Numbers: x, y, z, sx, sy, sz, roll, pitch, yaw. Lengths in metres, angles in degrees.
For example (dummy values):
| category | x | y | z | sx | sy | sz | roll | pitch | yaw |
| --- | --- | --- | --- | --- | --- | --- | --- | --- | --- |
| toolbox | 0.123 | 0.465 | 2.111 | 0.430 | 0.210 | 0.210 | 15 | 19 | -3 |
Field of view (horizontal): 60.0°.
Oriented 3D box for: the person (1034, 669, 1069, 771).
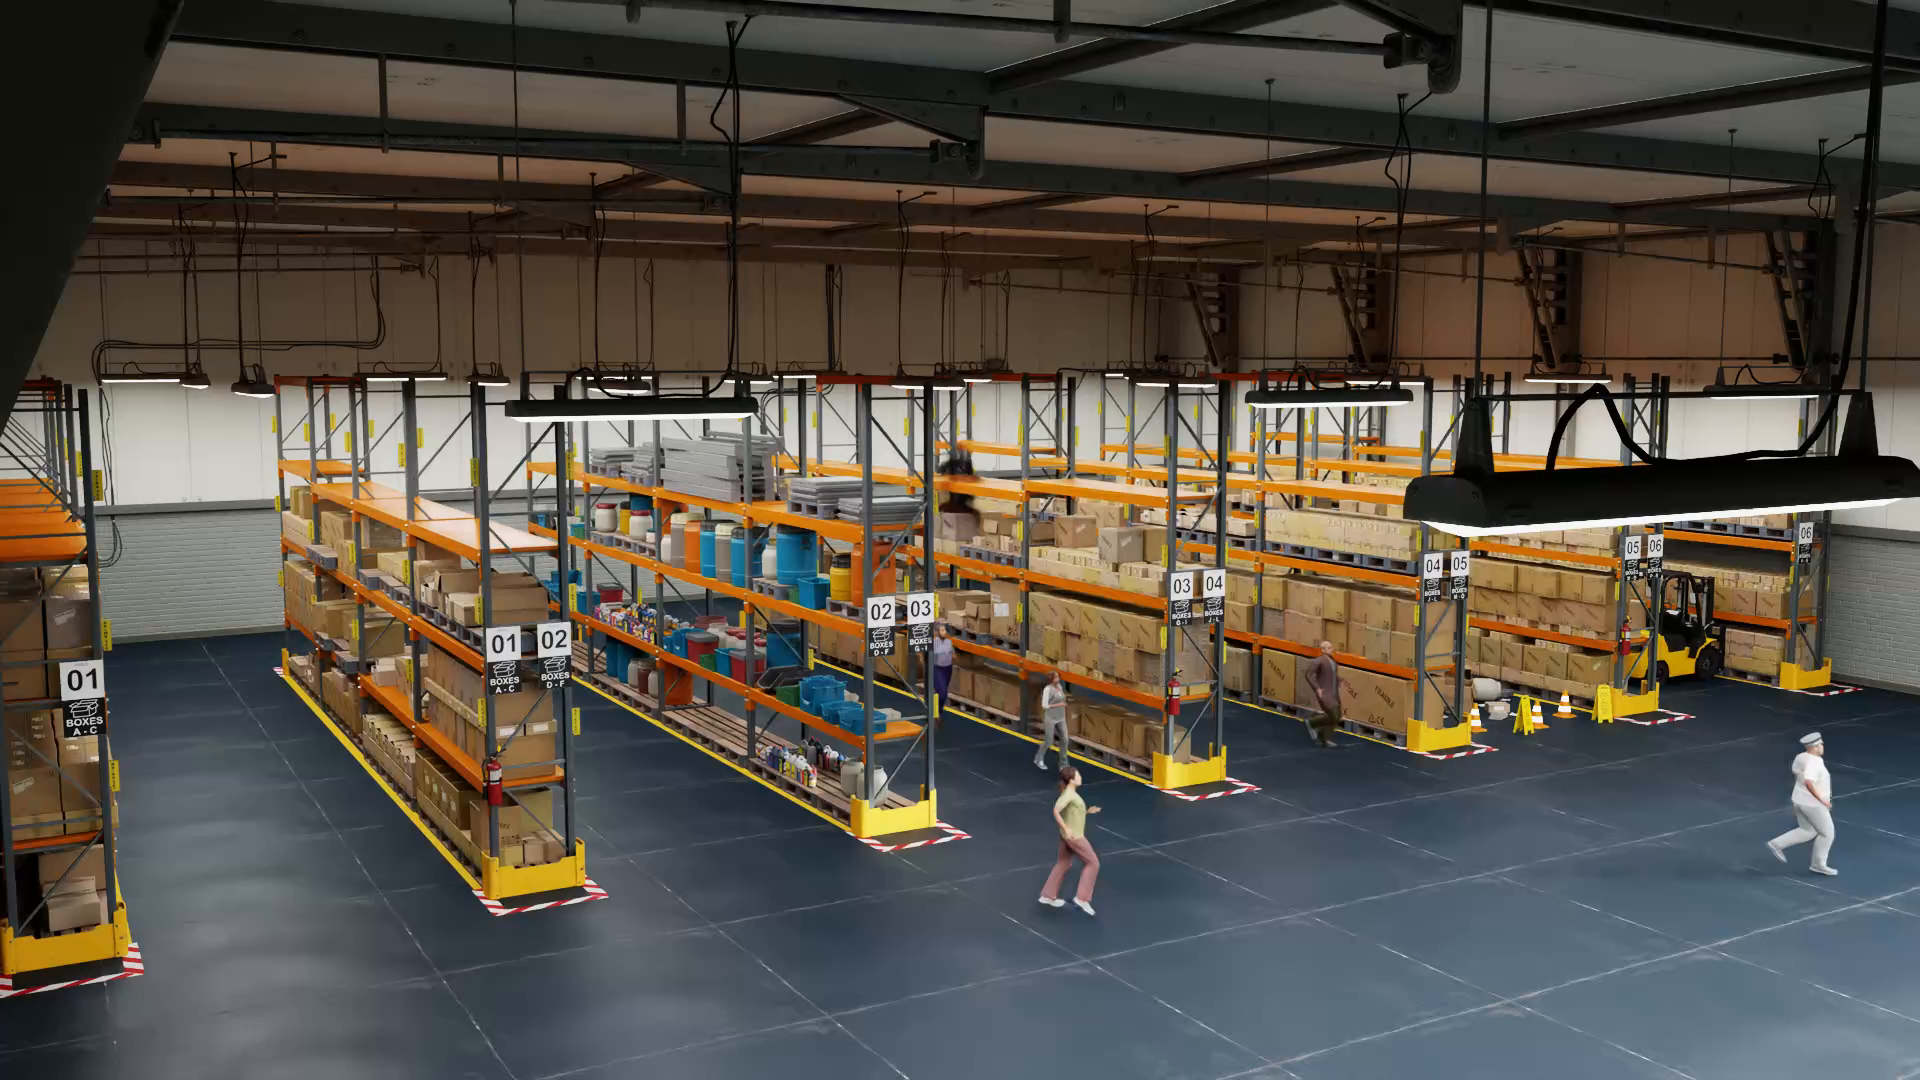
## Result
| category | x | y | z | sx | sy | sz | roll | pitch | yaw |
| --- | --- | --- | --- | --- | --- | --- | --- | --- | --- |
| person | 1.417 | 2.778 | 25.210 | 0.525 | 1.605 | 0.733 | -5 | 8 | -40 |

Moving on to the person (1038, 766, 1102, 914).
| category | x | y | z | sx | sy | sz | roll | pitch | yaw |
| --- | --- | --- | --- | --- | --- | --- | --- | --- | --- |
| person | 1.263 | 3.428 | 18.990 | 0.723 | 1.721 | 0.543 | -1 | 6 | -9 |

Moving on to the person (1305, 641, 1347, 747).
| category | x | y | z | sx | sy | sz | roll | pitch | yaw |
| --- | --- | --- | --- | --- | --- | --- | --- | --- | --- |
| person | 5.982 | 2.544 | 27.096 | 0.708 | 1.663 | 0.635 | -6 | 9 | -44 |

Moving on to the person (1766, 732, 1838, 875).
| category | x | y | z | sx | sy | sz | roll | pitch | yaw |
| --- | --- | --- | --- | --- | --- | --- | --- | --- | --- |
| person | 10.413 | 3.229 | 20.426 | 0.785 | 1.766 | 0.676 | 0 | 6 | 3 |

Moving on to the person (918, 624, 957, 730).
| category | x | y | z | sx | sy | sz | roll | pitch | yaw |
| --- | --- | --- | --- | --- | --- | --- | --- | --- | --- |
| person | -0.303 | 2.260 | 27.461 | 0.581 | 1.725 | 0.677 | -6 | 8 | -42 |
